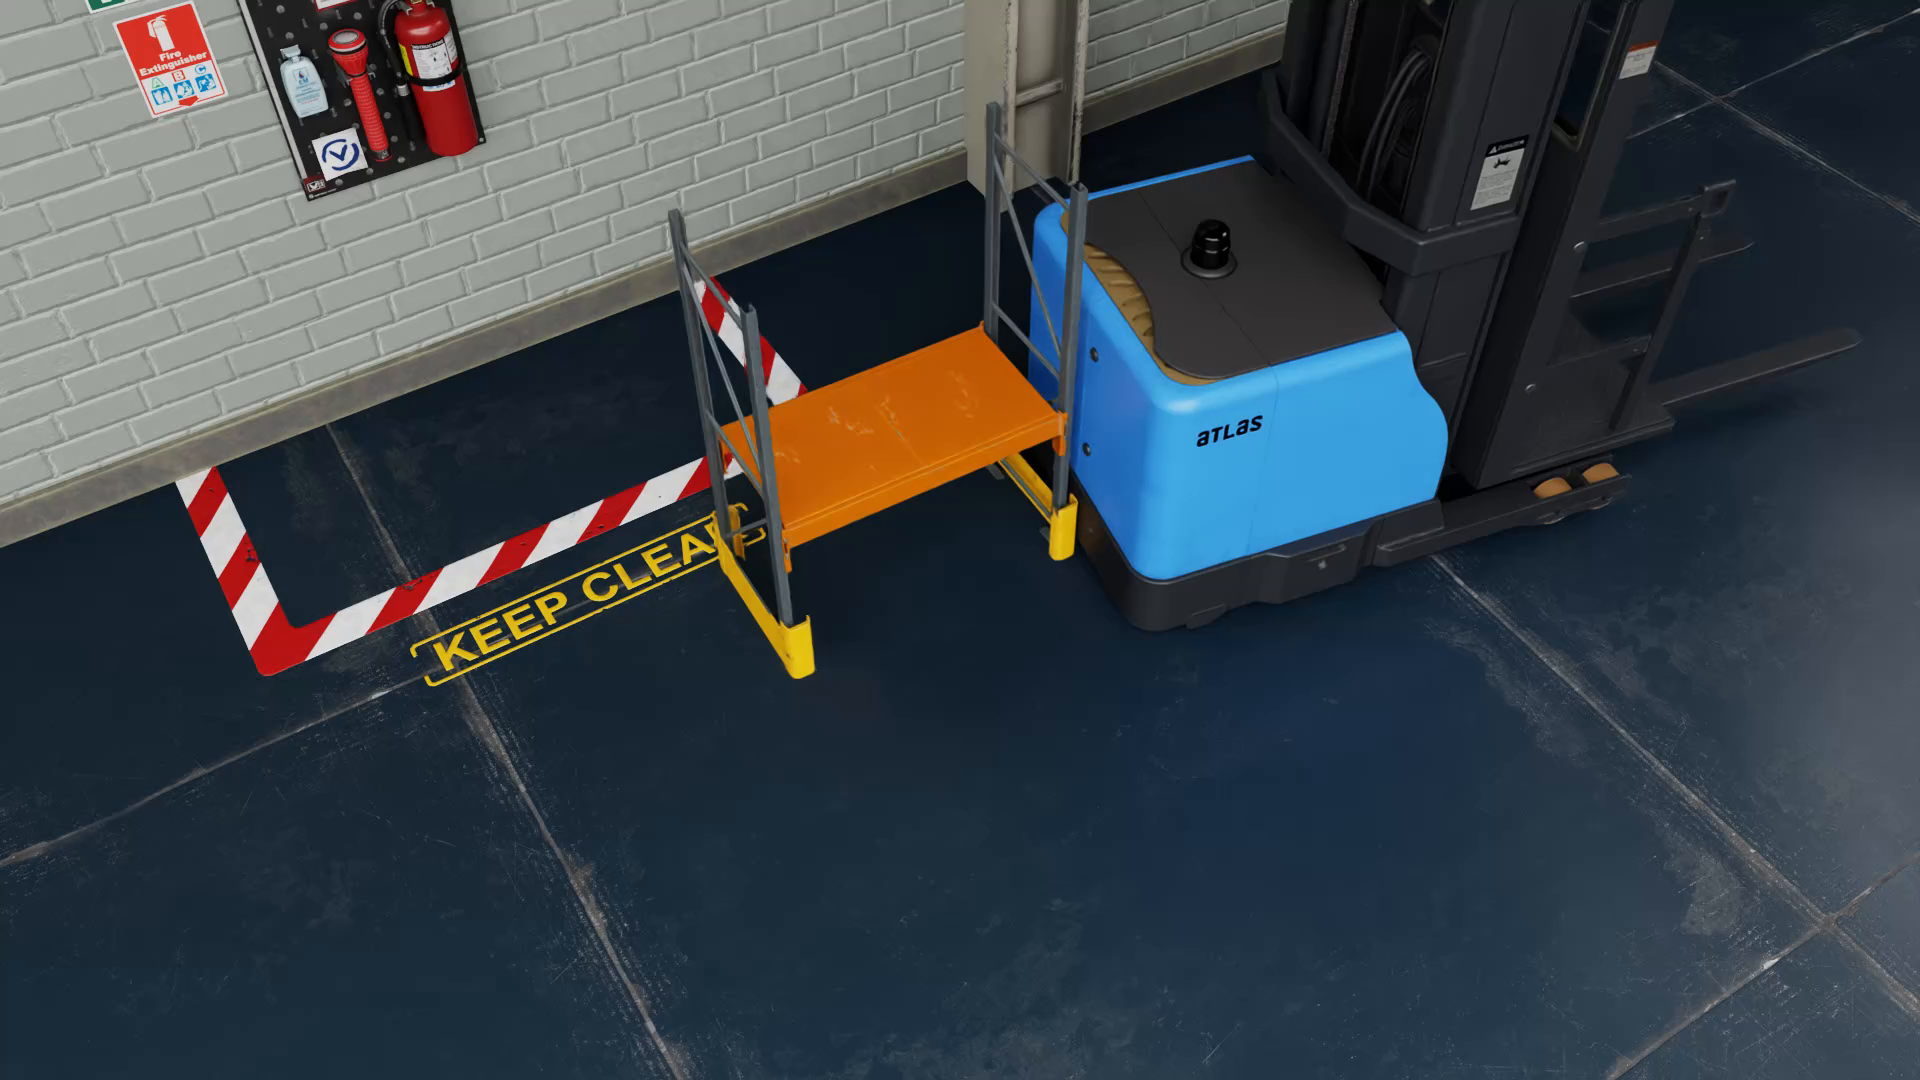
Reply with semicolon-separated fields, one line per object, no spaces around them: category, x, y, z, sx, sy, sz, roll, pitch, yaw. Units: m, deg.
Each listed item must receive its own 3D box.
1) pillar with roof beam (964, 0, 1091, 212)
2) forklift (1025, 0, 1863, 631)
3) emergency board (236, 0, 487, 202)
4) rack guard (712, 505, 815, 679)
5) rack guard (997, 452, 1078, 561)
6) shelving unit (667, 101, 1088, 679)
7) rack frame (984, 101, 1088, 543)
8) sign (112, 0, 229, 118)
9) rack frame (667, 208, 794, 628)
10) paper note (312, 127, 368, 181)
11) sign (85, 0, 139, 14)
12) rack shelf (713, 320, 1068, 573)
pillar with roof beam;2.560;-1.823;1.348;0.400;9.000;9.100;-25;53;-21
forklift;1.790;-1.383;5.019;3.031;2.935;1.130;-16;50;-14
emergency board;-1.848;-1.587;5.154;0.643;1.169;0.194;-25;53;-21
rack guard;-0.644;0.166;5.435;0.087;0.250;0.587;-24;52;-20
rack guard;0.216;-0.210;5.770;0.087;0.250;0.587;-24;52;-20
shelving unit;-0.214;-0.438;5.135;1.083;1.500;0.587;-24;52;-20
rack frame;0.217;-0.626;5.303;0.032;1.500;0.500;-24;52;-20
sign;-2.370;-1.443;5.003;0.234;0.329;0.001;-25;53;-21
rack frame;-0.660;-0.242;4.962;0.032;1.500;0.500;-24;52;-20
paper note;-2.034;-1.267;5.459;0.142;0.148;0.016;-25;53;-21
sign;-2.362;-1.616;4.802;0.331;0.109;0.001;-25;53;-21
rack shelf;-0.222;-0.315;5.267;1.000;0.185;0.538;-24;52;-20
